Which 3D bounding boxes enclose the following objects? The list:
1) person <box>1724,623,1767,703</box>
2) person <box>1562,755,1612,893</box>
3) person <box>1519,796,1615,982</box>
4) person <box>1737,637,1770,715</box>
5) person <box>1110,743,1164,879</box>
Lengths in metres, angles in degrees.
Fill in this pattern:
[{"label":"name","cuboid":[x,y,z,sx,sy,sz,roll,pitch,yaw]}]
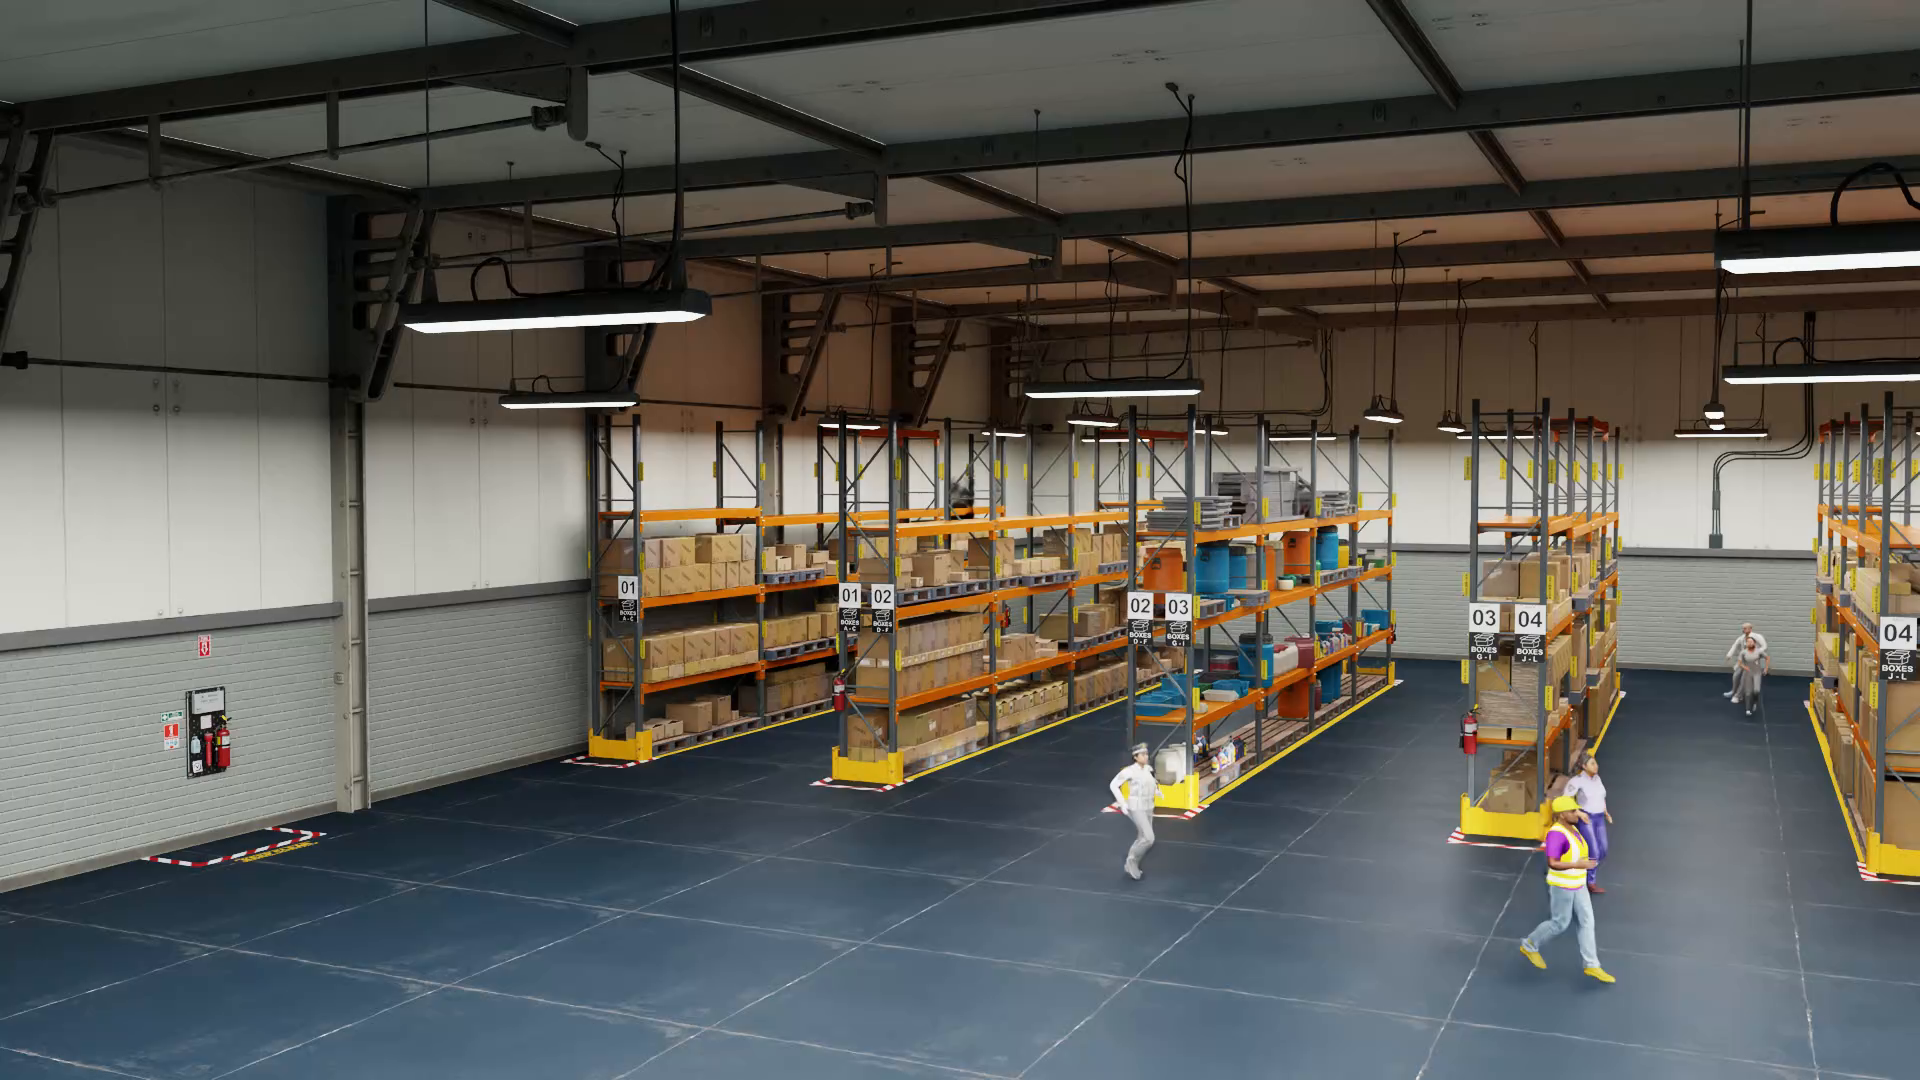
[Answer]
[{"label":"person","cuboid":[16.990,2.709,36.155,0.760,1.632,1.003,-1,3,-28]},{"label":"person","cuboid":[7.481,3.378,19.941,0.630,1.611,0.626,-1,3,-28]},{"label":"person","cuboid":[5.990,3.408,16.387,0.917,1.765,0.697,2,3,44]},{"label":"person","cuboid":[16.197,2.785,33.963,0.585,1.619,0.707,1,3,28]},{"label":"person","cuboid":[2.206,3.316,20.334,0.506,1.670,0.640,-2,3,-42]}]
